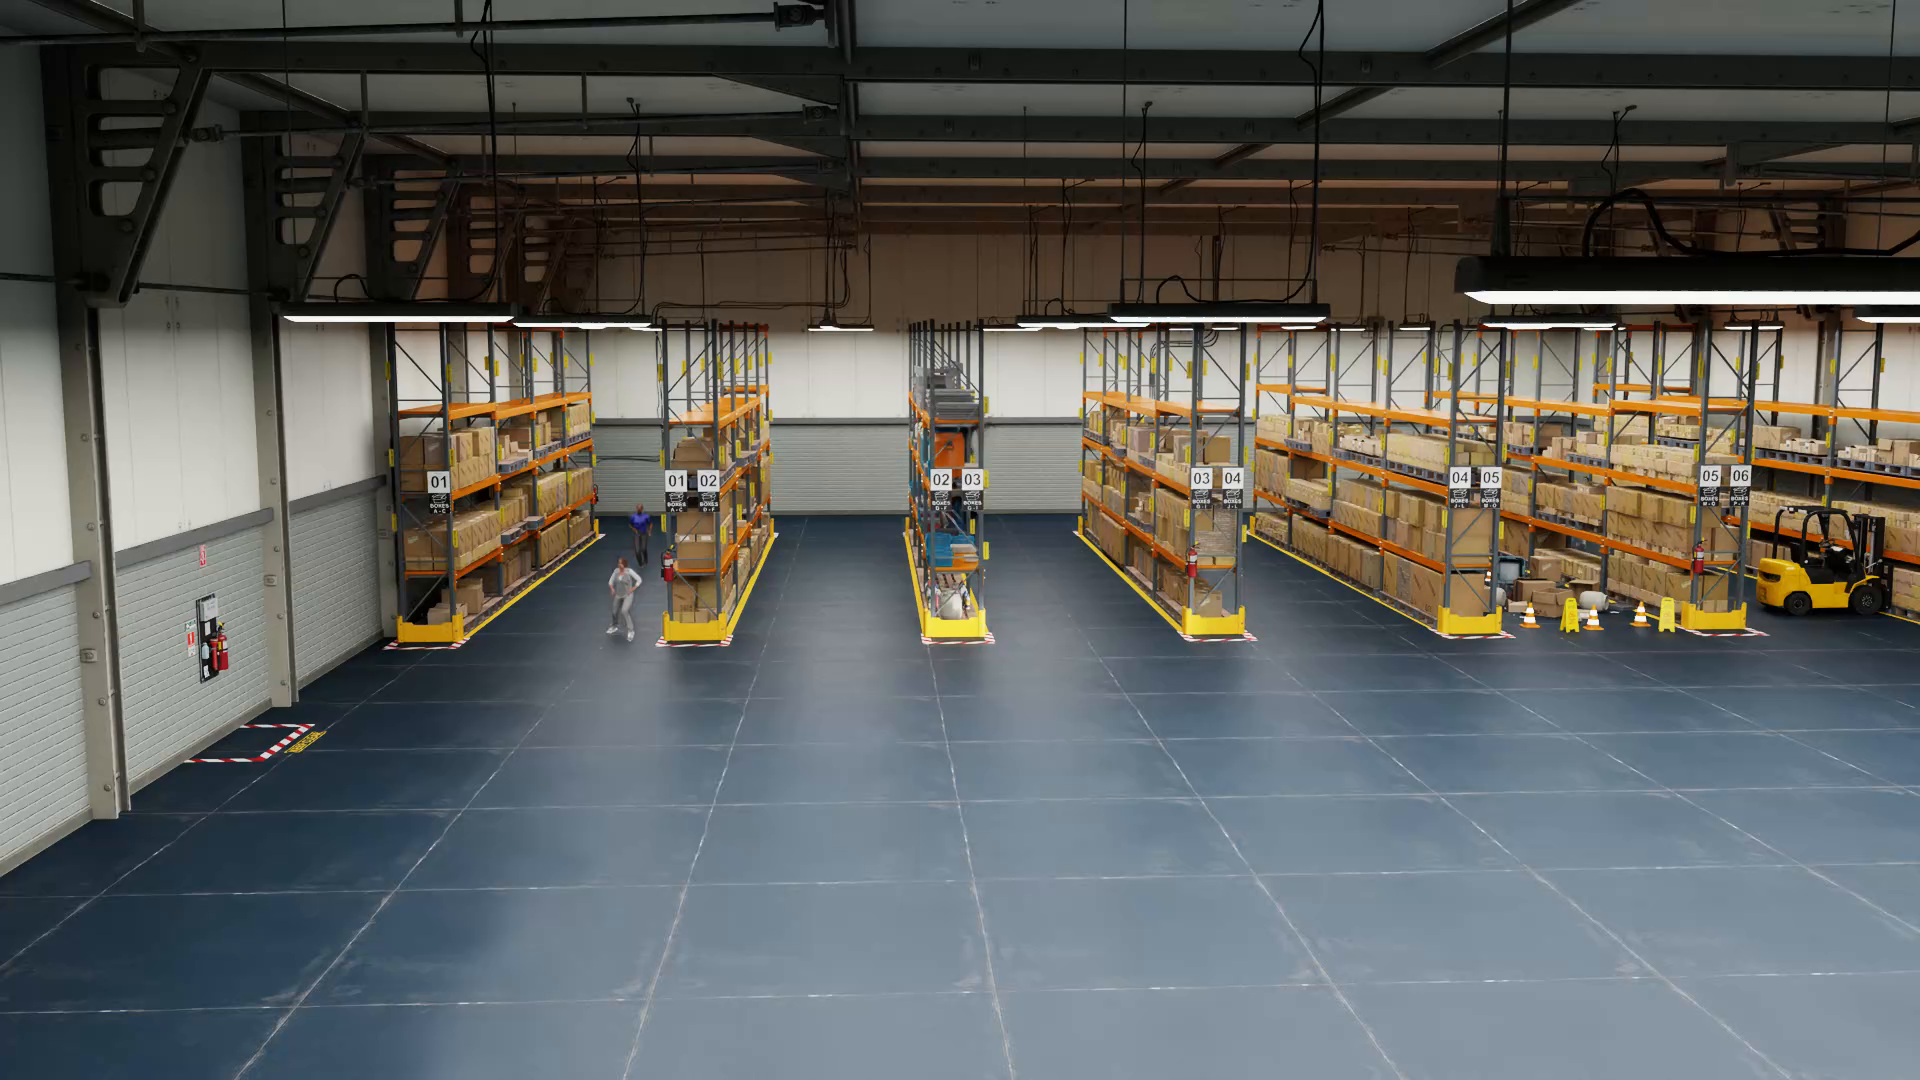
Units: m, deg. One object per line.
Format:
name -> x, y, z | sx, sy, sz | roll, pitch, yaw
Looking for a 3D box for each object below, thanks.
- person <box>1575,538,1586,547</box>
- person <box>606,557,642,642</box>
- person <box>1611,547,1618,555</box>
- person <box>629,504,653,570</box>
person -> 16.500, -0.669, 44.698 | 0.640, 1.835, 0.908 | -2, 7, -18
person -> -6.388, 1.088, 31.395 | 0.752, 1.575, 0.623 | 1, 7, 11
person -> 16.456, -0.153, 41.185 | 0.550, 1.587, 0.909 | -2, 7, -16
person -> -7.787, -0.076, 40.549 | 0.569, 1.617, 0.554 | -1, 7, -6
